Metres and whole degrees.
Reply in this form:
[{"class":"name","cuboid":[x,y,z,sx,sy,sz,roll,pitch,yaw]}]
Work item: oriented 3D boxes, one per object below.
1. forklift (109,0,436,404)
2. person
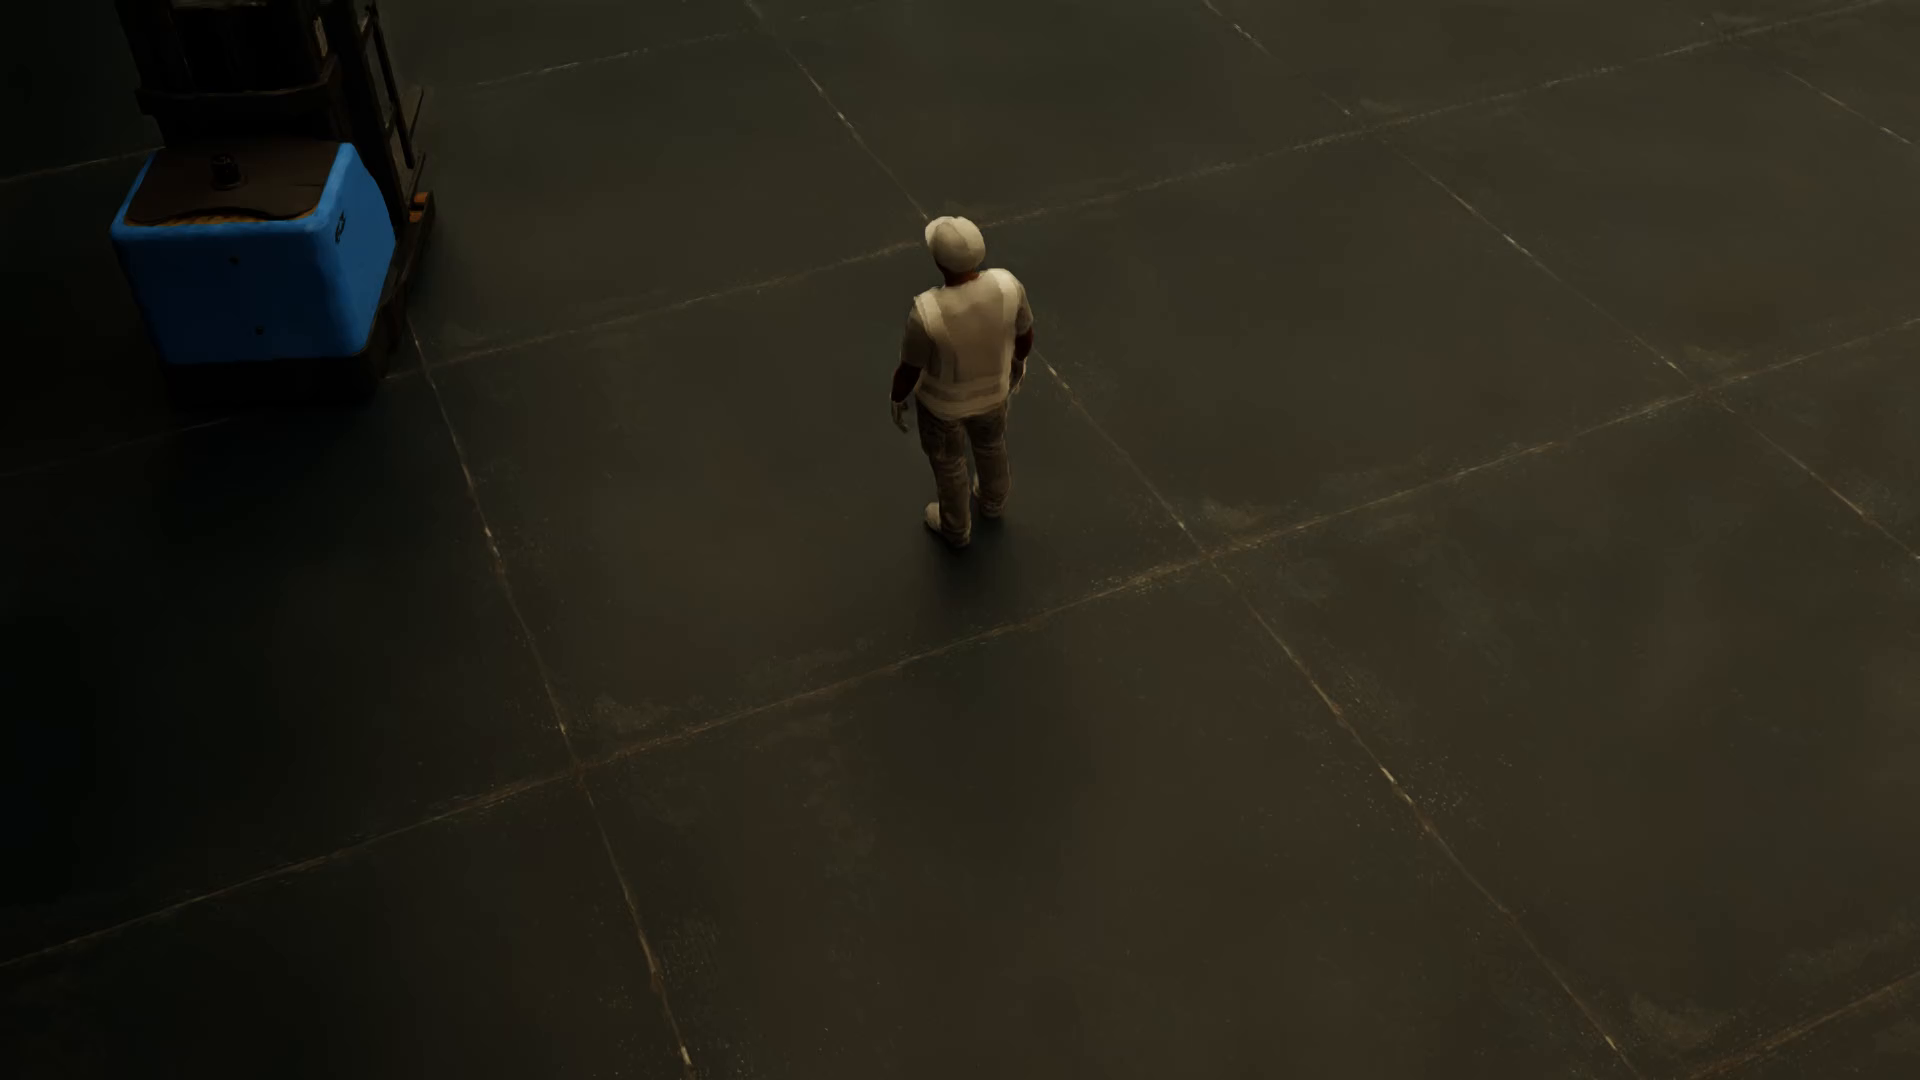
[{"class":"forklift","cuboid":[-3.644,-2.765,8.643,1.130,2.935,3.031,-3,43,-4]},{"class":"person","cuboid":[-0.023,-0.704,7.265,0.655,1.782,0.576,-18,46,-18]}]
